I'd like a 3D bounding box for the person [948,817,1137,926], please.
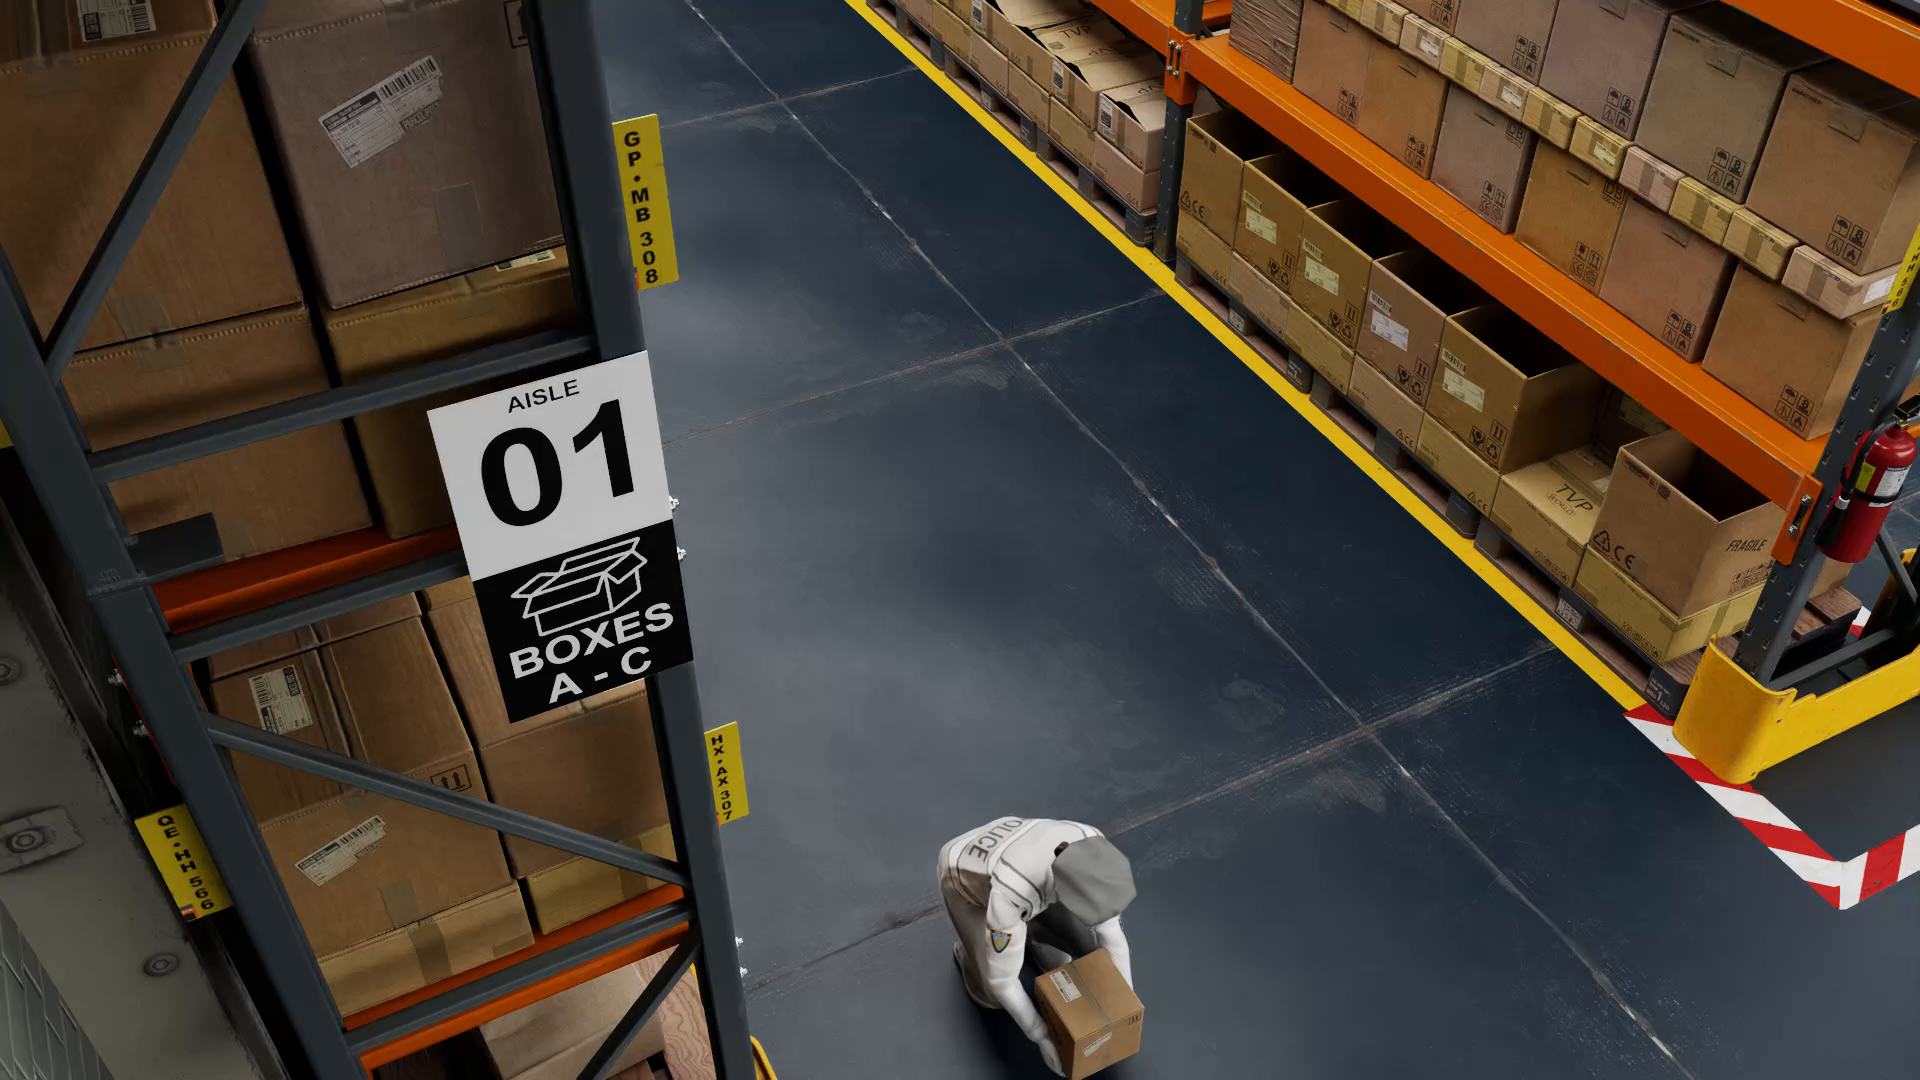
[{"bbox_3d":[0.243,1.049,5.262,0.402,0.631,0.761,-19,45,-20],"label":"person"}]
